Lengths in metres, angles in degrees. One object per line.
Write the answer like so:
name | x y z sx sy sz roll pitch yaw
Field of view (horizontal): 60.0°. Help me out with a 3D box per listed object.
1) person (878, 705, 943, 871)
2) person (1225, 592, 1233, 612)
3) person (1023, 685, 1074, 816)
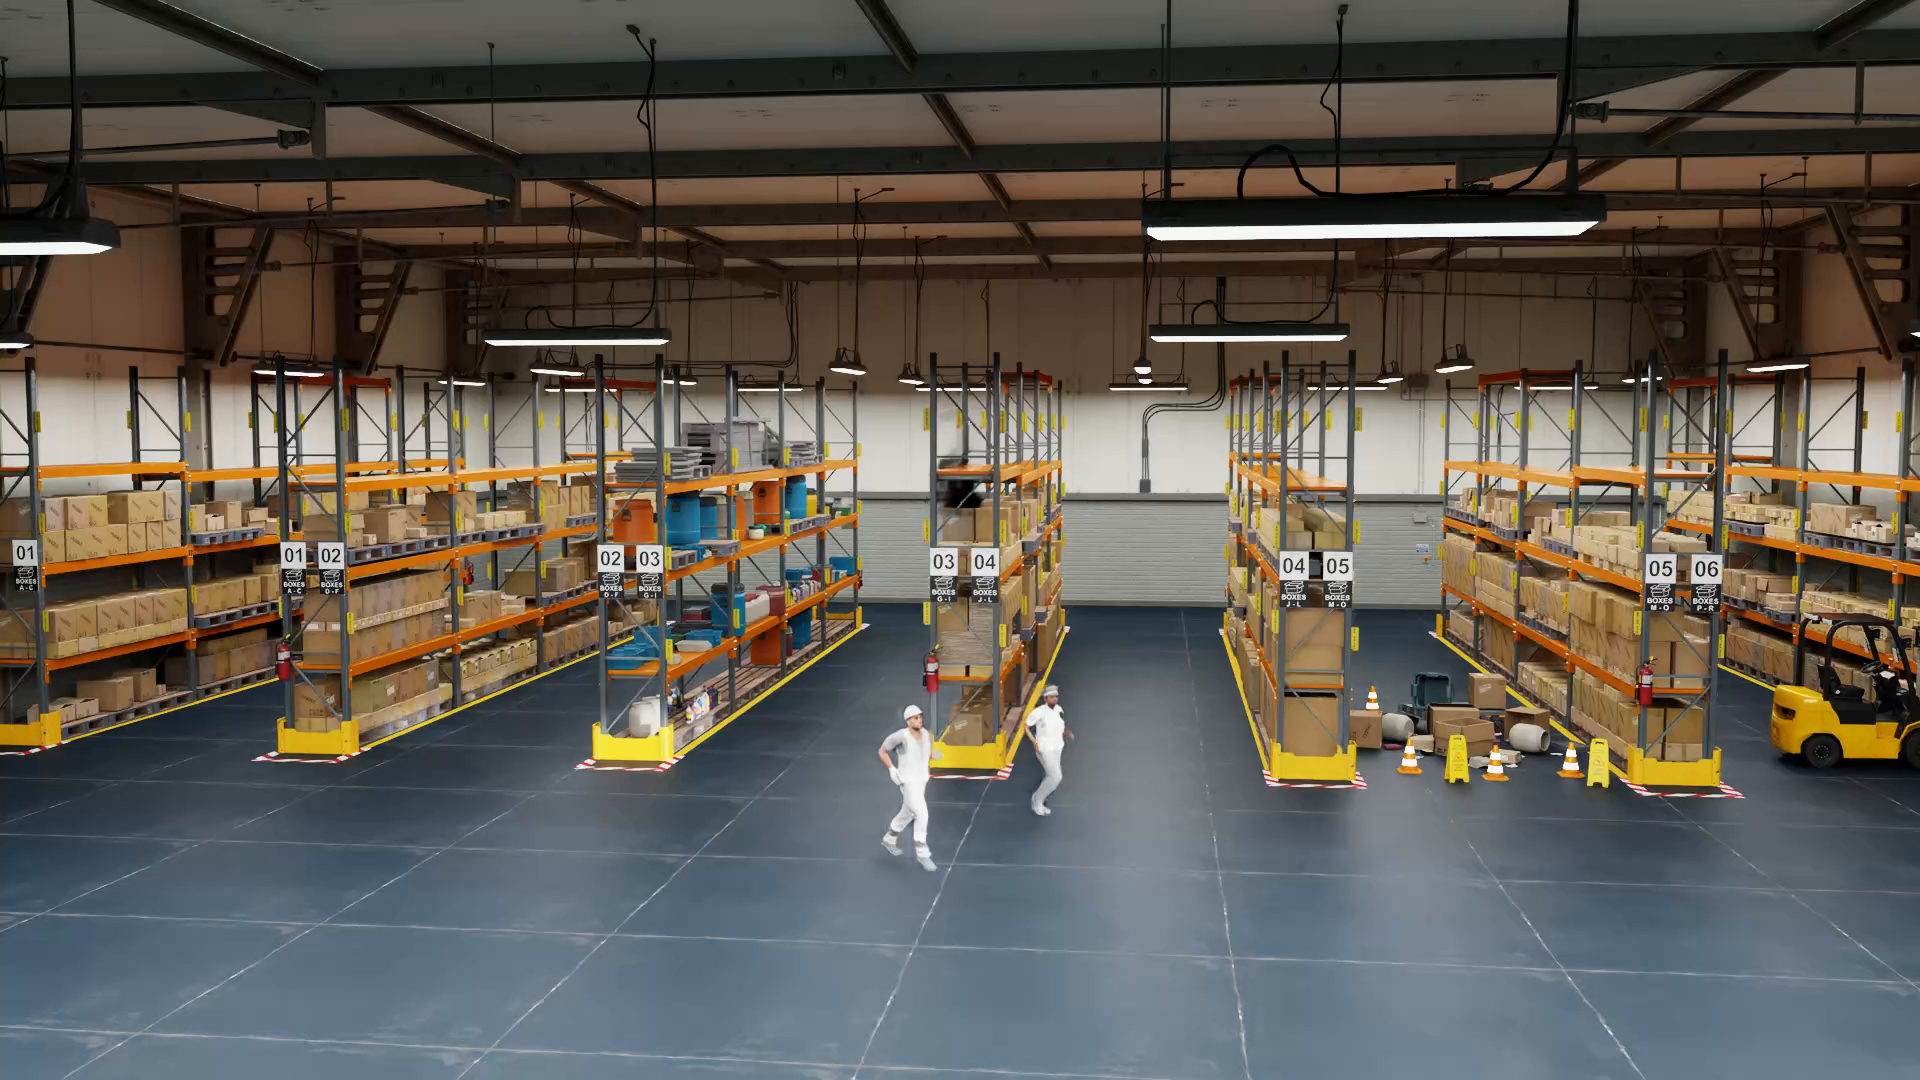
person | -0.542 2.777 18.869 0.845 1.838 0.623 3 5 37
person | 6.703 1.340 40.480 0.479 1.635 0.658 0 4 1
person | 1.171 2.670 21.125 0.555 1.675 0.616 -4 5 -41
